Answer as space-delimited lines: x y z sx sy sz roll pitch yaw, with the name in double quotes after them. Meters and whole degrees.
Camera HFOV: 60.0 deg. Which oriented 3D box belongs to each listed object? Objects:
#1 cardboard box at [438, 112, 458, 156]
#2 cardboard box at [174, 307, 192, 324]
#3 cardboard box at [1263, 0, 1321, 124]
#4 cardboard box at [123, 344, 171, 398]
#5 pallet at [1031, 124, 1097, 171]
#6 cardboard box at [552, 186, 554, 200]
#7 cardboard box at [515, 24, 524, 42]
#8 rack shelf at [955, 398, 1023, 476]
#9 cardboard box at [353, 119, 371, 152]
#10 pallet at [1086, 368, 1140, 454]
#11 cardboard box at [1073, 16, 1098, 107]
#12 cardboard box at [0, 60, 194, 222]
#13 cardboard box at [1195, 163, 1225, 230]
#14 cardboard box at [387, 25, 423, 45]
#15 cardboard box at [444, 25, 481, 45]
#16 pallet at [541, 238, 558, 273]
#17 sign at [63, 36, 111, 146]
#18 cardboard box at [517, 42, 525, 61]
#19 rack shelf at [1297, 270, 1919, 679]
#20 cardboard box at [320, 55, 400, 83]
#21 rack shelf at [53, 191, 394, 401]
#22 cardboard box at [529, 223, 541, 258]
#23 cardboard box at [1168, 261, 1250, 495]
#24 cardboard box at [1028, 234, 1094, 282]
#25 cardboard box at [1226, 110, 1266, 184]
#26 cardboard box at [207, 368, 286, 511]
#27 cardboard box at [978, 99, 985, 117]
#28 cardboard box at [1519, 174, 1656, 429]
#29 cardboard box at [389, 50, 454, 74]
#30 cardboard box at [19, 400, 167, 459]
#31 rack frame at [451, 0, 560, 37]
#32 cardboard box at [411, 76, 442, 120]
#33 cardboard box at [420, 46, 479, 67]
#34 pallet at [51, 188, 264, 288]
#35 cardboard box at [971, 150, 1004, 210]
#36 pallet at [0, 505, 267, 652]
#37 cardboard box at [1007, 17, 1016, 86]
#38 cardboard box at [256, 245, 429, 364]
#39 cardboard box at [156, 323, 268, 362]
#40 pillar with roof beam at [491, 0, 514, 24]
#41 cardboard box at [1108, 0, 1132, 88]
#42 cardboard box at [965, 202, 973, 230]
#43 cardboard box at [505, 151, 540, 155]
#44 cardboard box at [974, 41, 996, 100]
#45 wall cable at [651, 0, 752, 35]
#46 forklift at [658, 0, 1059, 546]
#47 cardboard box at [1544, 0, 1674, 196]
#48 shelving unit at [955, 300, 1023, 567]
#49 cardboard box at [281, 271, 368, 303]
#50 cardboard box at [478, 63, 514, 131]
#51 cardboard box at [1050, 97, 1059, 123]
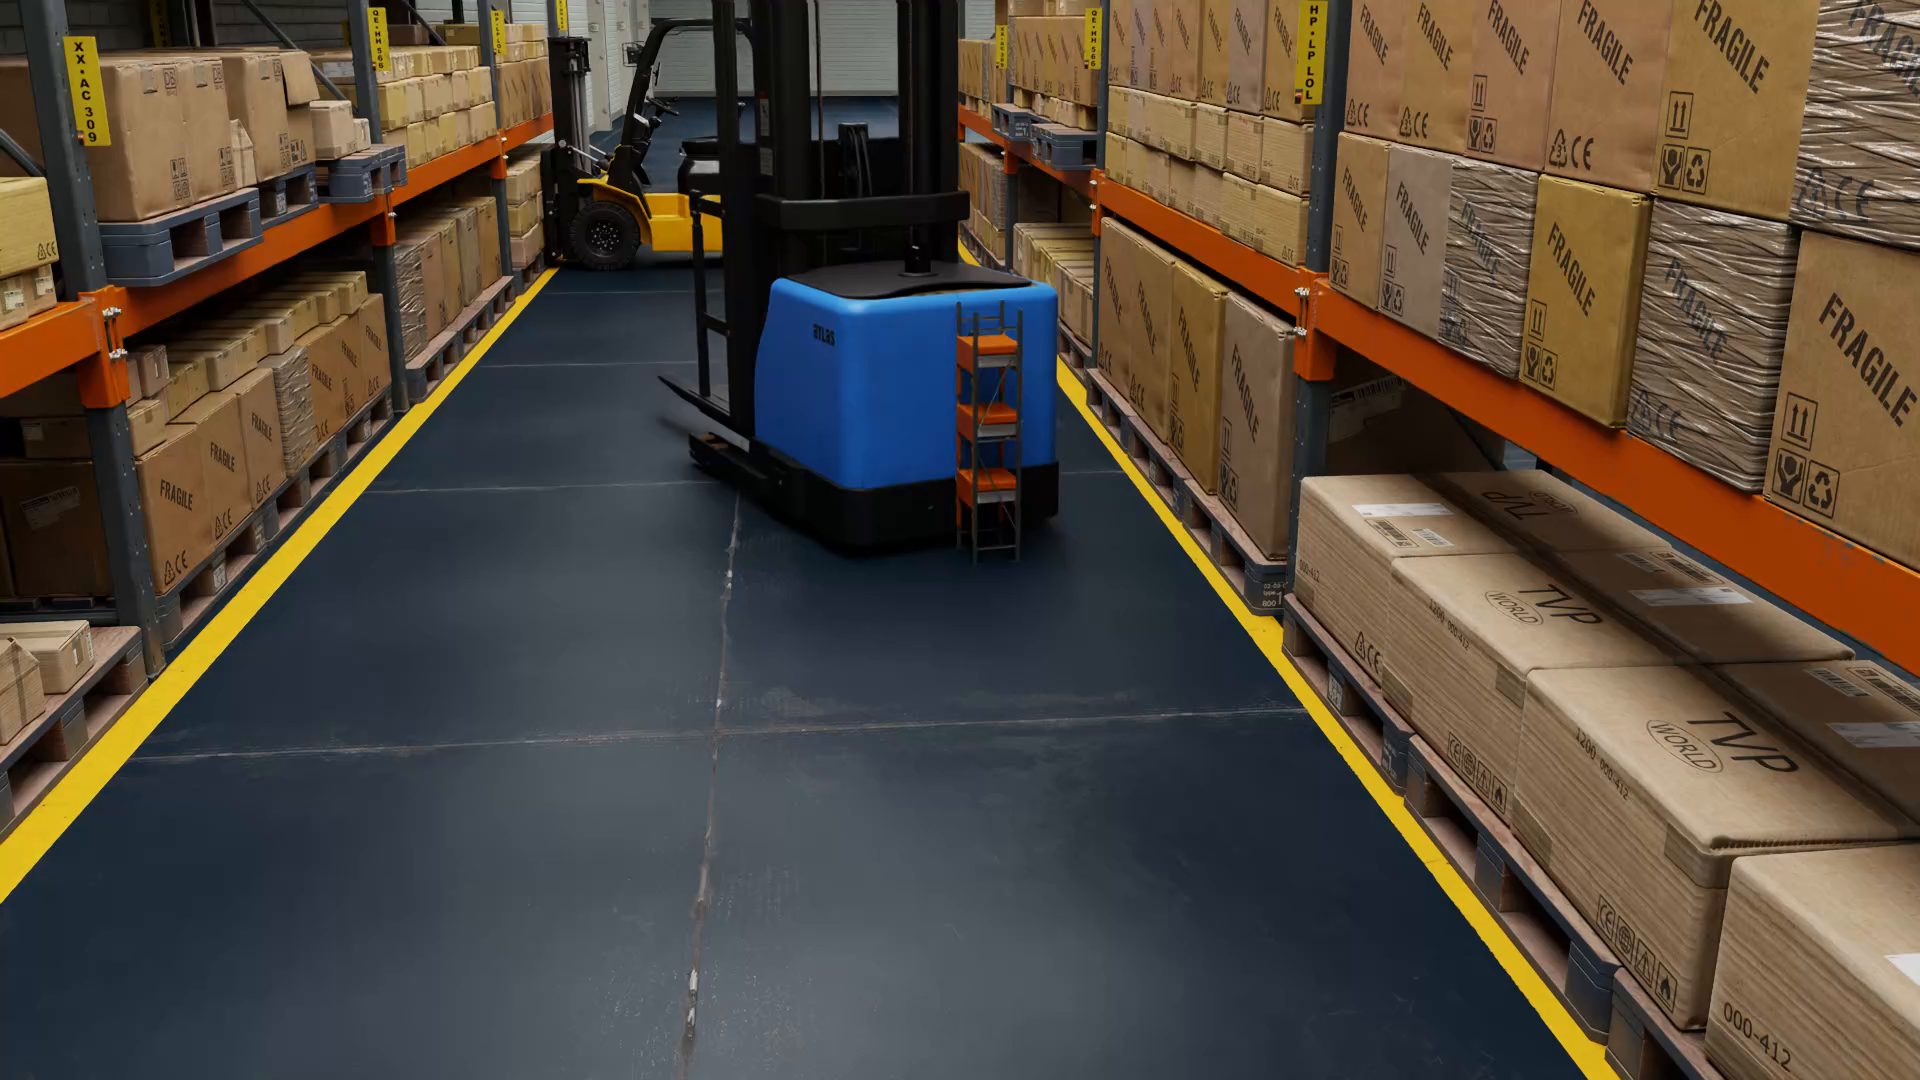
-3.614 -2.671 10.929 0.500 0.250 0.500 -1 17 -4 "cardboard box"
-3.792 -0.986 7.699 0.380 0.149 0.250 -2 18 -7 "cardboard box"
1.401 -1.758 5.933 0.500 0.500 0.500 -1 17 -4 "cardboard box"
-3.087 -0.604 5.985 0.380 0.149 0.250 -3 18 -8 "cardboard box"
1.105 -2.417 10.189 1.213 0.211 1.003 -2 18 -6 "pallet"
-3.953 -3.068 14.998 0.500 0.250 0.500 -2 18 -6 "cardboard box"
-4.067 -4.471 14.664 0.380 0.149 0.250 -2 17 -5 "cardboard box"
0.117 -0.426 6.817 0.215 0.259 0.240 -5 18 -15 "rack shelf"
-3.203 -2.042 8.392 0.380 0.149 0.250 -1 17 -5 "cardboard box"
1.291 -0.732 9.157 1.003 0.211 1.213 -2 18 -6 "pallet"
0.961 -2.817 9.776 0.500 0.500 0.500 -2 18 -7 "cardboard box"
-3.067 -1.353 5.610 0.700 0.500 0.500 -1 17 -4 "cardboard box"
1.316 -1.465 7.086 0.500 0.250 0.500 -2 18 -7 "cardboard box"
-4.398 -3.922 12.915 0.380 0.149 0.250 -2 18 -6 "cardboard box"
-3.803 -3.940 12.974 0.380 0.149 0.250 -1 17 -5 "cardboard box"
-4.234 -2.609 15.136 1.003 0.211 1.213 -2 18 -6 "pallet"
-2.701 -1.386 5.138 0.100 0.325 0.005 -2 18 -6 "sign"
-3.940 -4.180 14.233 0.380 0.149 0.250 -2 18 -7 "cardboard box"
1.903 -0.169 3.909 1.077 0.370 4.000 -2 18 -6 "rack shelf"
-3.421 -2.686 9.475 0.380 0.149 0.250 -1 17 -4 "cardboard box"
-3.446 -1.206 7.213 1.077 0.370 4.000 -2 18 -6 "rack shelf"
-3.853 -2.531 14.120 0.500 0.250 0.500 -2 18 -7 "cardboard box"
1.453 -0.746 7.391 0.875 0.875 0.875 -1 17 -4 "cardboard box"
1.006 -2.068 12.442 0.950 0.372 0.625 -1 17 -2 "cardboard box"
1.351 -1.548 6.514 0.500 0.250 0.500 -1 17 -4 "cardboard box"
-3.178 -0.420 6.978 0.500 0.500 0.500 -2 18 -7 "cardboard box"
0.368 -3.913 15.054 0.380 0.149 0.250 -2 18 -5 "cardboard box"
1.631 -0.556 3.773 0.500 0.500 0.500 -1 17 -4 "cardboard box"
-3.543 -3.143 10.931 0.380 0.149 0.250 -2 18 -7 "cardboard box"
-3.012 -0.386 5.788 0.380 0.149 0.250 -1 17 -3 "cardboard box"
-4.477 -4.529 16.595 1.000 3.000 0.127 -2 18 -6 "rack frame"
-3.542 -2.758 10.369 0.500 0.250 0.500 -2 18 -7 "cardboard box"
-3.809 -3.599 12.384 0.380 0.149 0.250 -1 17 -4 "cardboard box"
-3.214 -1.103 6.005 1.003 0.211 1.213 -2 18 -6 "pallet"
0.372 -3.368 15.536 0.500 0.500 0.500 -1 17 -5 "cardboard box"
-3.361 0.136 6.393 1.003 0.211 1.213 -2 18 -6 "pallet"
0.635 -3.733 12.695 0.500 0.500 0.500 -1 17 -4 "cardboard box"
-3.703 -1.399 9.889 0.875 0.625 0.625 -1 17 -4 "cardboard box"
-3.266 -0.853 7.274 0.380 0.149 0.250 -2 18 -5 "cardboard box"
-1.639 -9.076 21.064 9.100 9.000 0.400 -2 18 -6 "pillar with roof beam"
1.092 -2.670 8.838 0.500 0.500 0.500 -2 18 -7 "cardboard box"
0.313 -3.171 16.158 0.500 0.250 0.500 -1 17 -4 "cardboard box"
-3.999 -3.465 15.426 0.500 0.250 0.500 -2 17 -5 "cardboard box"
0.403 -4.266 15.094 0.500 0.500 0.500 -2 18 -7 "cardboard box"
-7.385 -15.531 46.808 3.097 2.526 0.112 -2 18 -6 "wall cable"
-0.703 -1.768 7.915 1.130 2.935 3.031 -9 20 -27 "forklift"
1.642 -1.030 3.612 0.500 0.500 0.500 -2 18 -6 "cardboard box"
0.117 -0.436 6.814 0.215 1.050 0.252 -5 18 -15 "shelving unit"
-3.349 -1.323 8.773 0.380 0.149 0.250 -3 18 -8 "cardboard box"
-3.851 -3.525 13.231 0.500 0.500 0.500 -2 18 -7 "cardboard box"
0.786 -2.779 10.739 0.380 0.149 0.250 -1 17 -5 "cardboard box"
